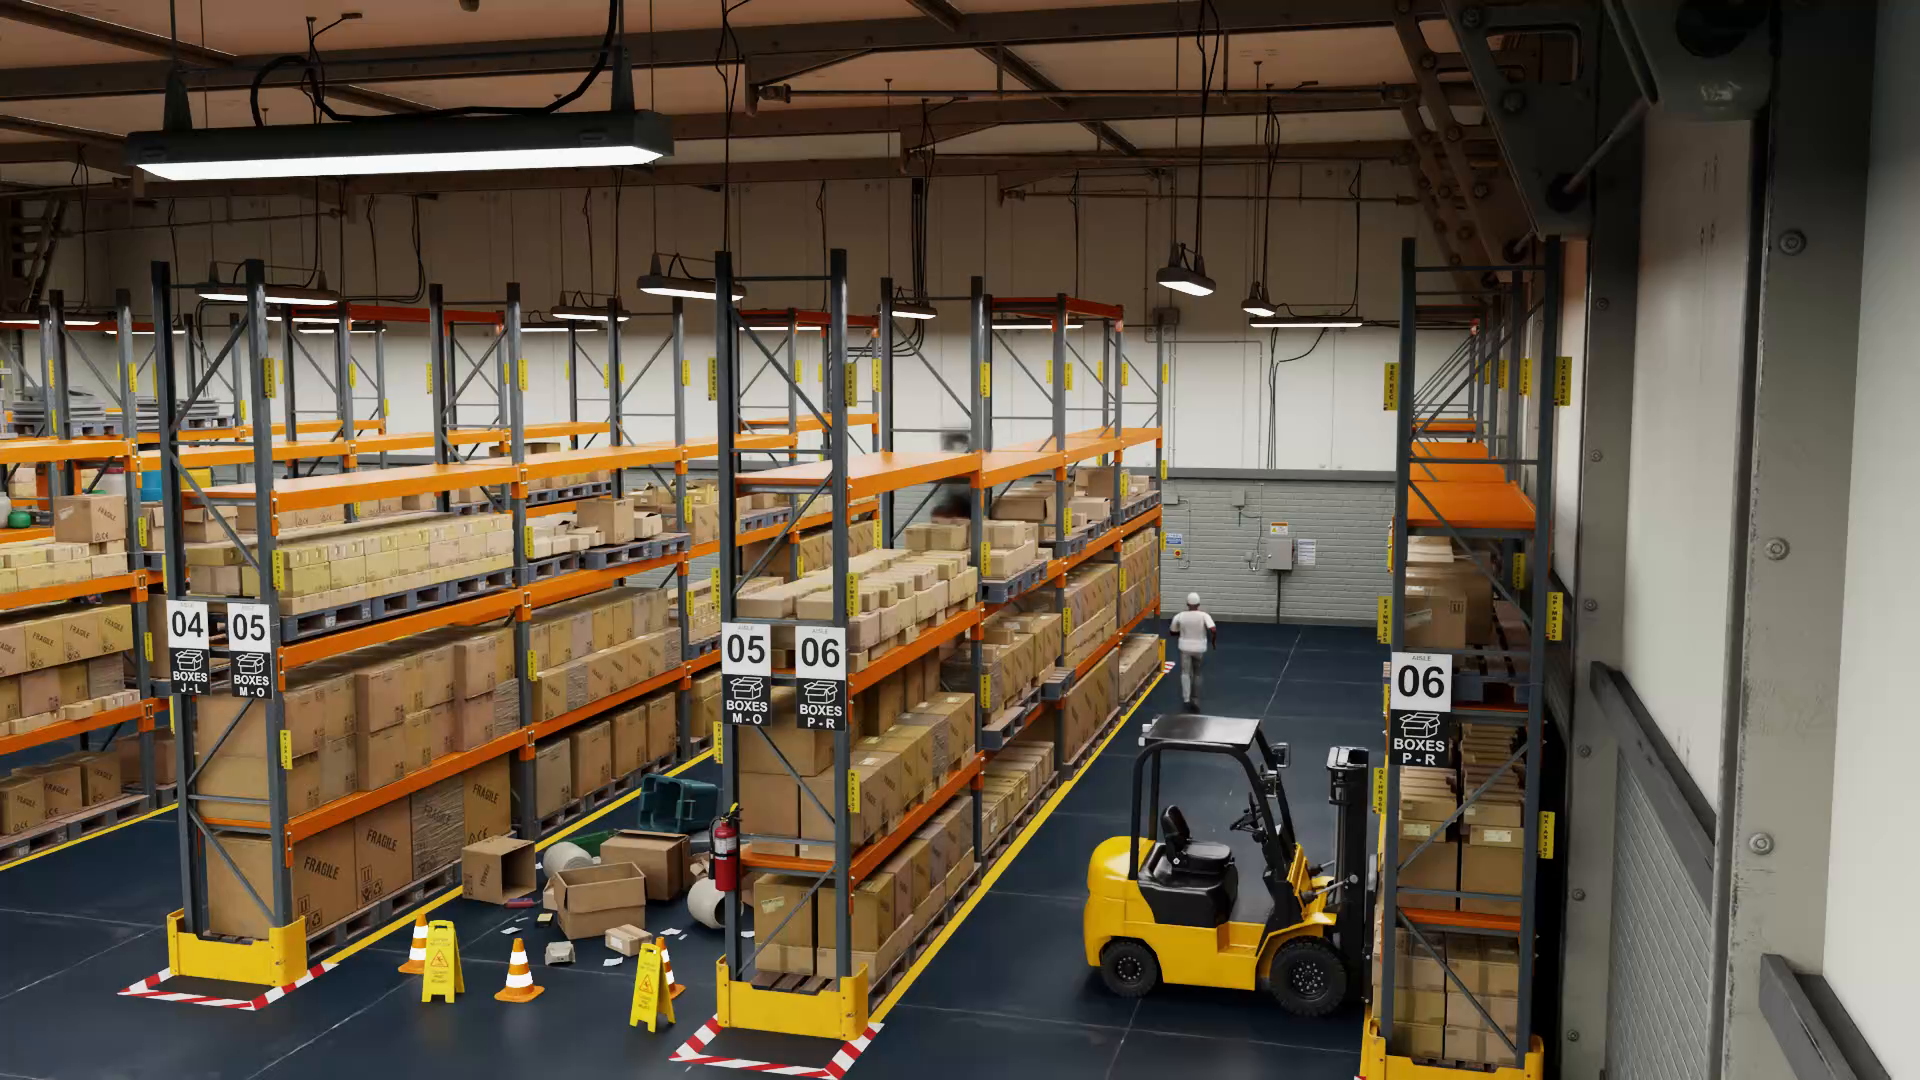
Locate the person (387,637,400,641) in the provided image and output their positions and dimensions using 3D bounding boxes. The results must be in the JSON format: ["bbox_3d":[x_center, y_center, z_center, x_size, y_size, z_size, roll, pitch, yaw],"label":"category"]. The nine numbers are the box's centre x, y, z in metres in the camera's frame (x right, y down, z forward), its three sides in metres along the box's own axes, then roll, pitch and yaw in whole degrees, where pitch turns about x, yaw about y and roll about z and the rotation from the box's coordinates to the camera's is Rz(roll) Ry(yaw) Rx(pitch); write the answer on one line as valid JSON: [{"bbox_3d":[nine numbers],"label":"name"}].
[{"bbox_3d":[-7.157,2.083,20.946,0.670,1.816,0.749,0,6,1],"label":"person"}]

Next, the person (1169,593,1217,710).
[{"bbox_3d":[3.456,1.648,24.706,0.700,1.754,0.989,1,6,7],"label":"person"}]
